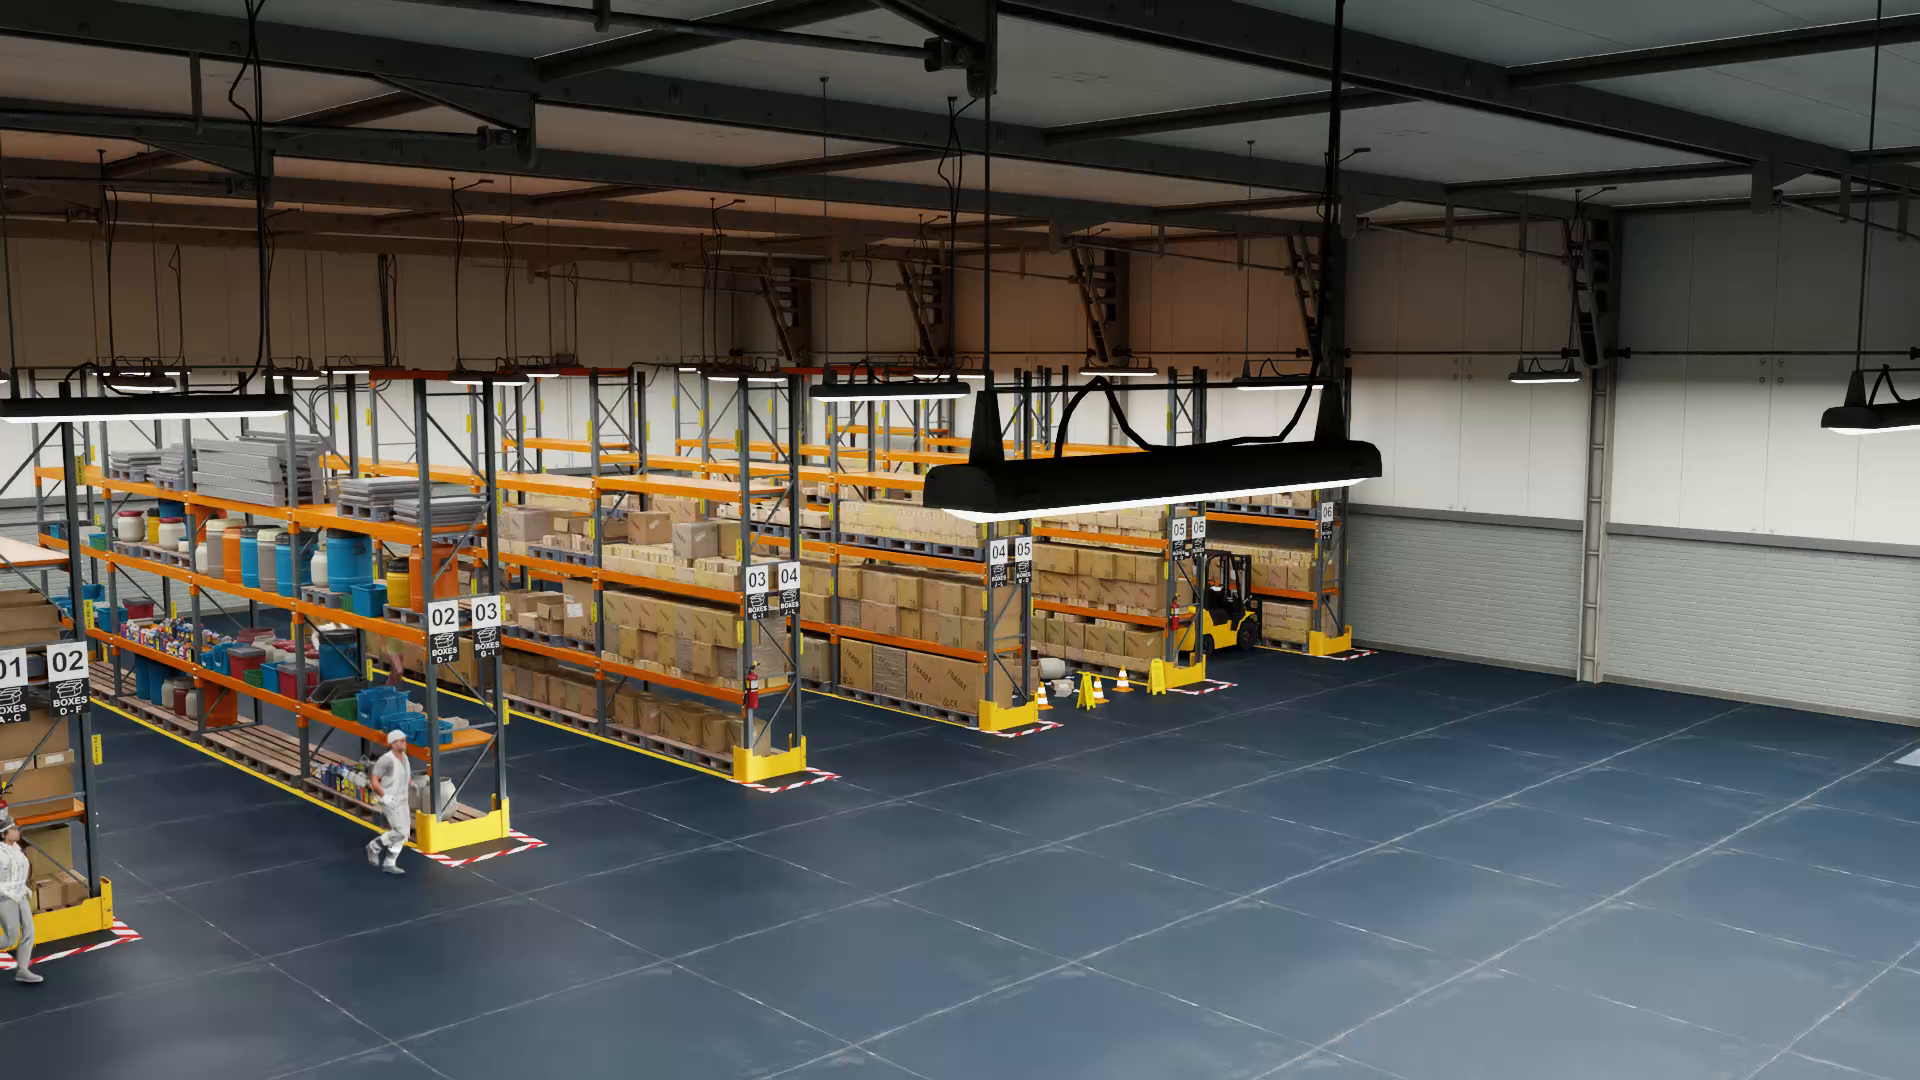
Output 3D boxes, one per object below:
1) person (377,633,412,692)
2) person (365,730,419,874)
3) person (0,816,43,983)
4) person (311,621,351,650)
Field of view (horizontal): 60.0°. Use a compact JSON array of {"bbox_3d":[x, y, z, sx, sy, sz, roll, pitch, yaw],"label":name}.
[{"bbox_3d":[-10.288,2.113,30.278,0.821,1.710,0.514,4,8,34],"label":"person"},{"bbox_3d":[-6.936,3.186,20.368,0.578,1.741,0.673,1,7,11],"label":"person"},{"bbox_3d":[-9.632,3.619,16.852,0.756,1.637,0.673,0,6,-4],"label":"person"},{"bbox_3d":[-11.002,2.124,29.358,1.046,1.802,0.692,4,8,33],"label":"person"}]
